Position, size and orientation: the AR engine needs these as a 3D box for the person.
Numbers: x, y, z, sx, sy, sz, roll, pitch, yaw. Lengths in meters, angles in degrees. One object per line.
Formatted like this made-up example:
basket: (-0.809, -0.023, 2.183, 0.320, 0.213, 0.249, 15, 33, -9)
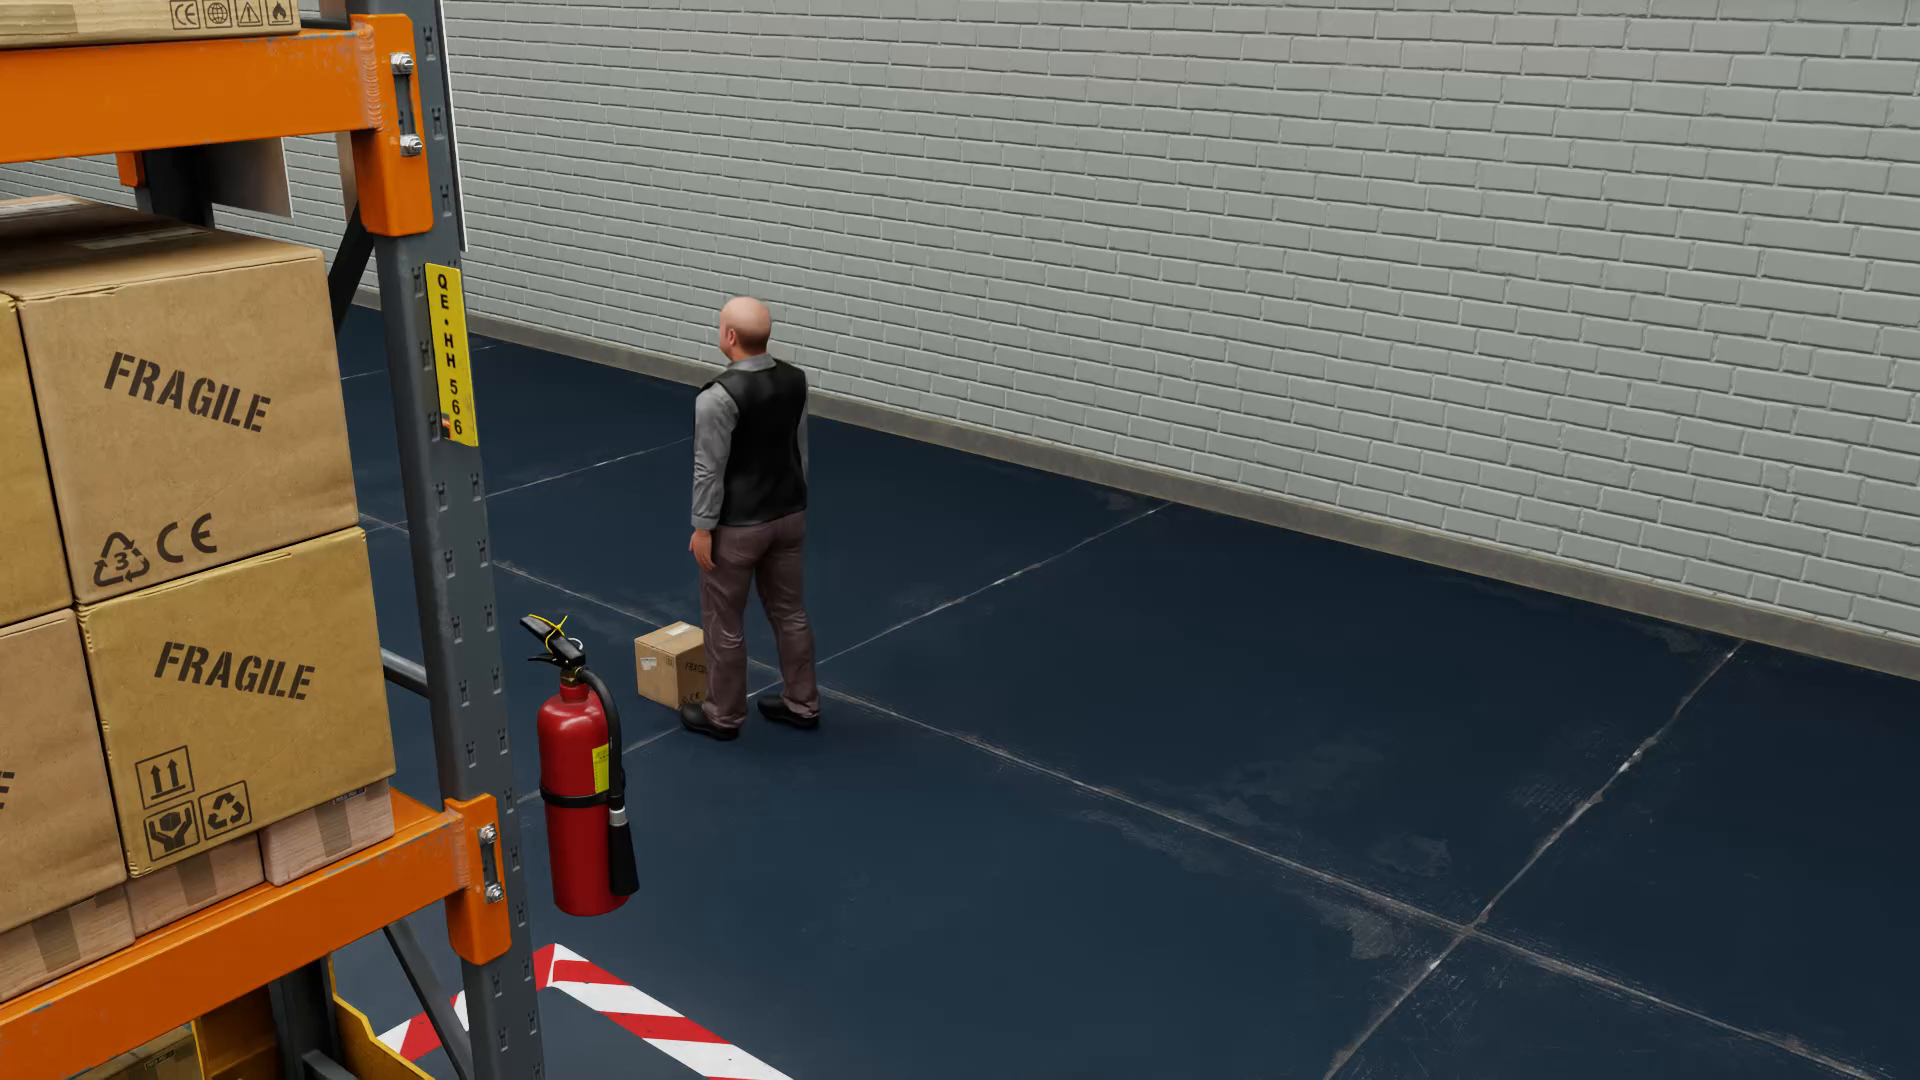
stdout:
person: (-0.827, -0.075, 6.317, 0.496, 1.724, 0.540, 16, 26, 37)
